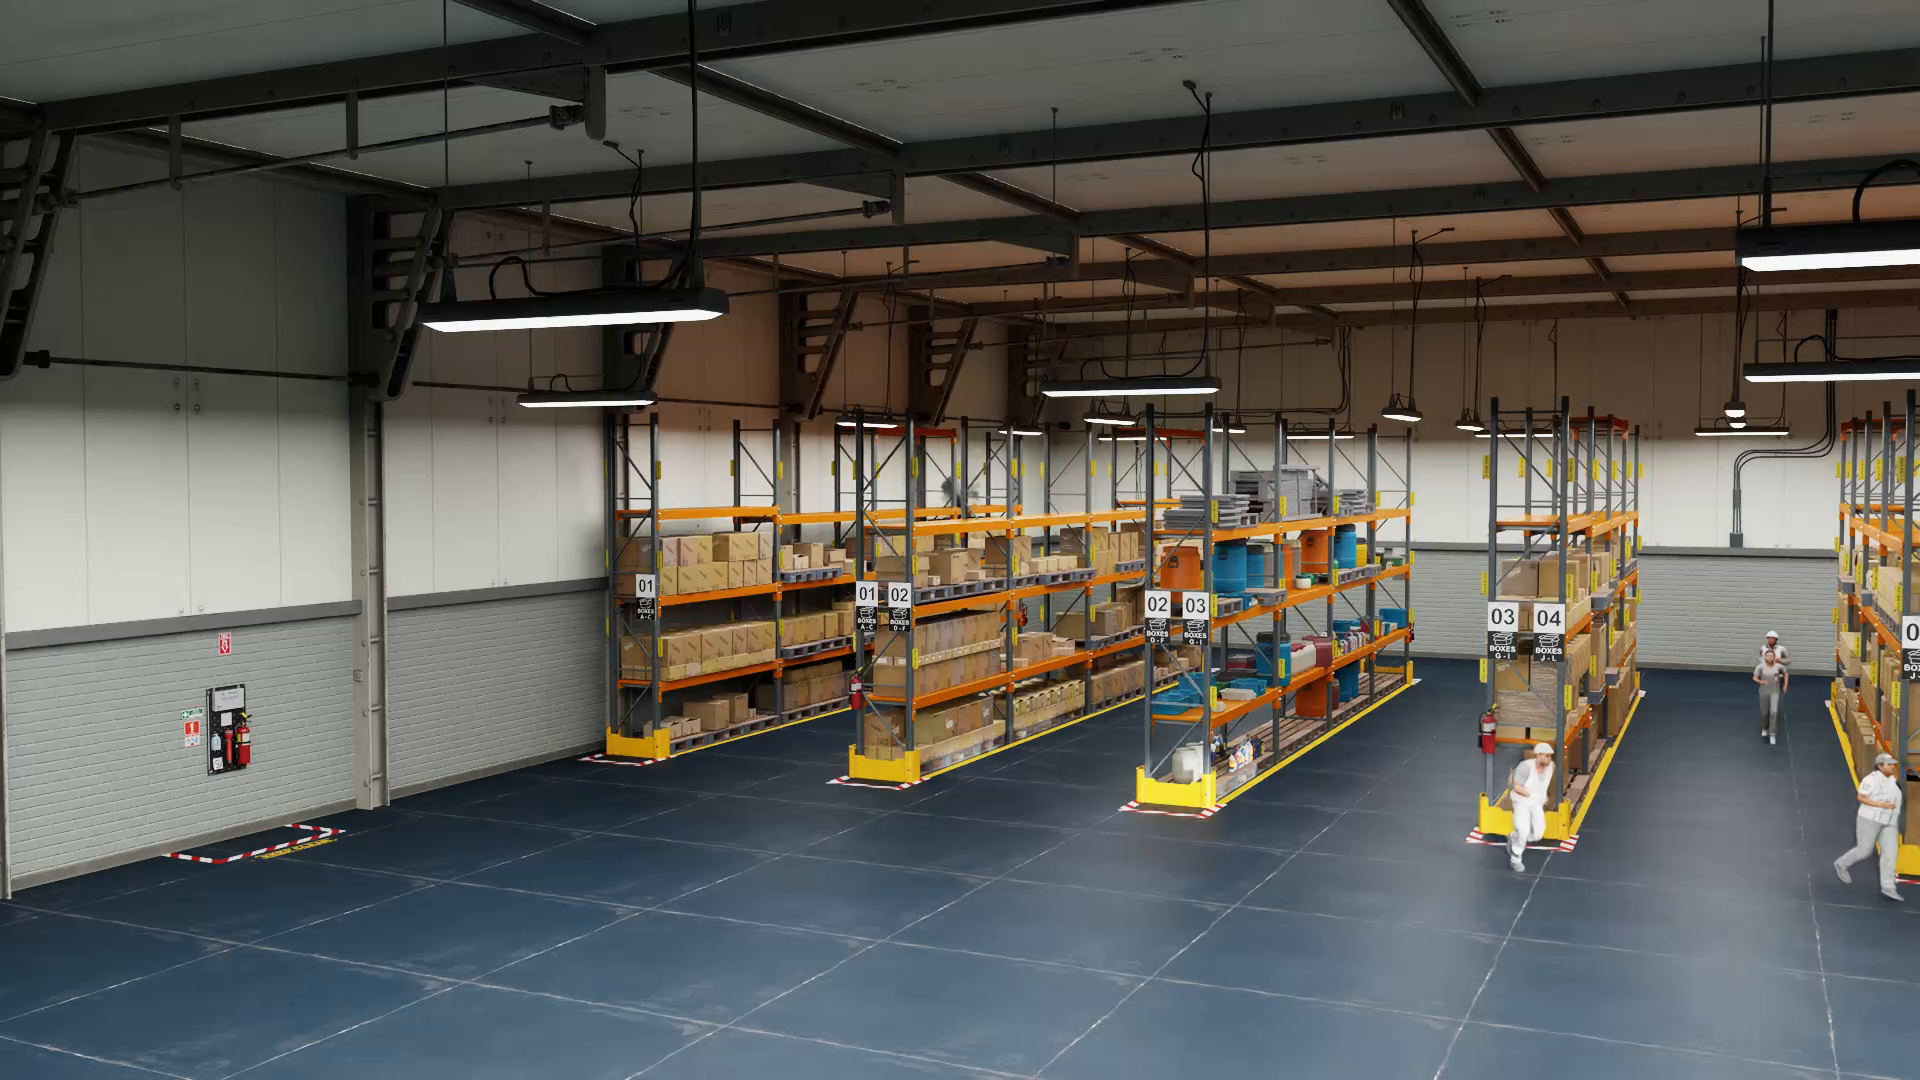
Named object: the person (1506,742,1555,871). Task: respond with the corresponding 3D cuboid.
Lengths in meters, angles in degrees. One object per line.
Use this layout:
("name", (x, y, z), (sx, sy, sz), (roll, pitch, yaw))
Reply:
("person", (7.148, 3.311, 20.748), (0.672, 1.652, 0.838), (-1, 3, -19))

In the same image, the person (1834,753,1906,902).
("person", (10.870, 3.348, 19.670), (0.618, 1.662, 0.936), (-1, 2, -16))

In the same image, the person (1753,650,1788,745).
("person", (14.959, 2.874, 30.710), (0.584, 1.716, 0.819), (1, 3, 26))

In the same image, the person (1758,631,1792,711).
("person", (16.240, 2.722, 33.175), (0.636, 1.817, 0.858), (2, 3, 32))
